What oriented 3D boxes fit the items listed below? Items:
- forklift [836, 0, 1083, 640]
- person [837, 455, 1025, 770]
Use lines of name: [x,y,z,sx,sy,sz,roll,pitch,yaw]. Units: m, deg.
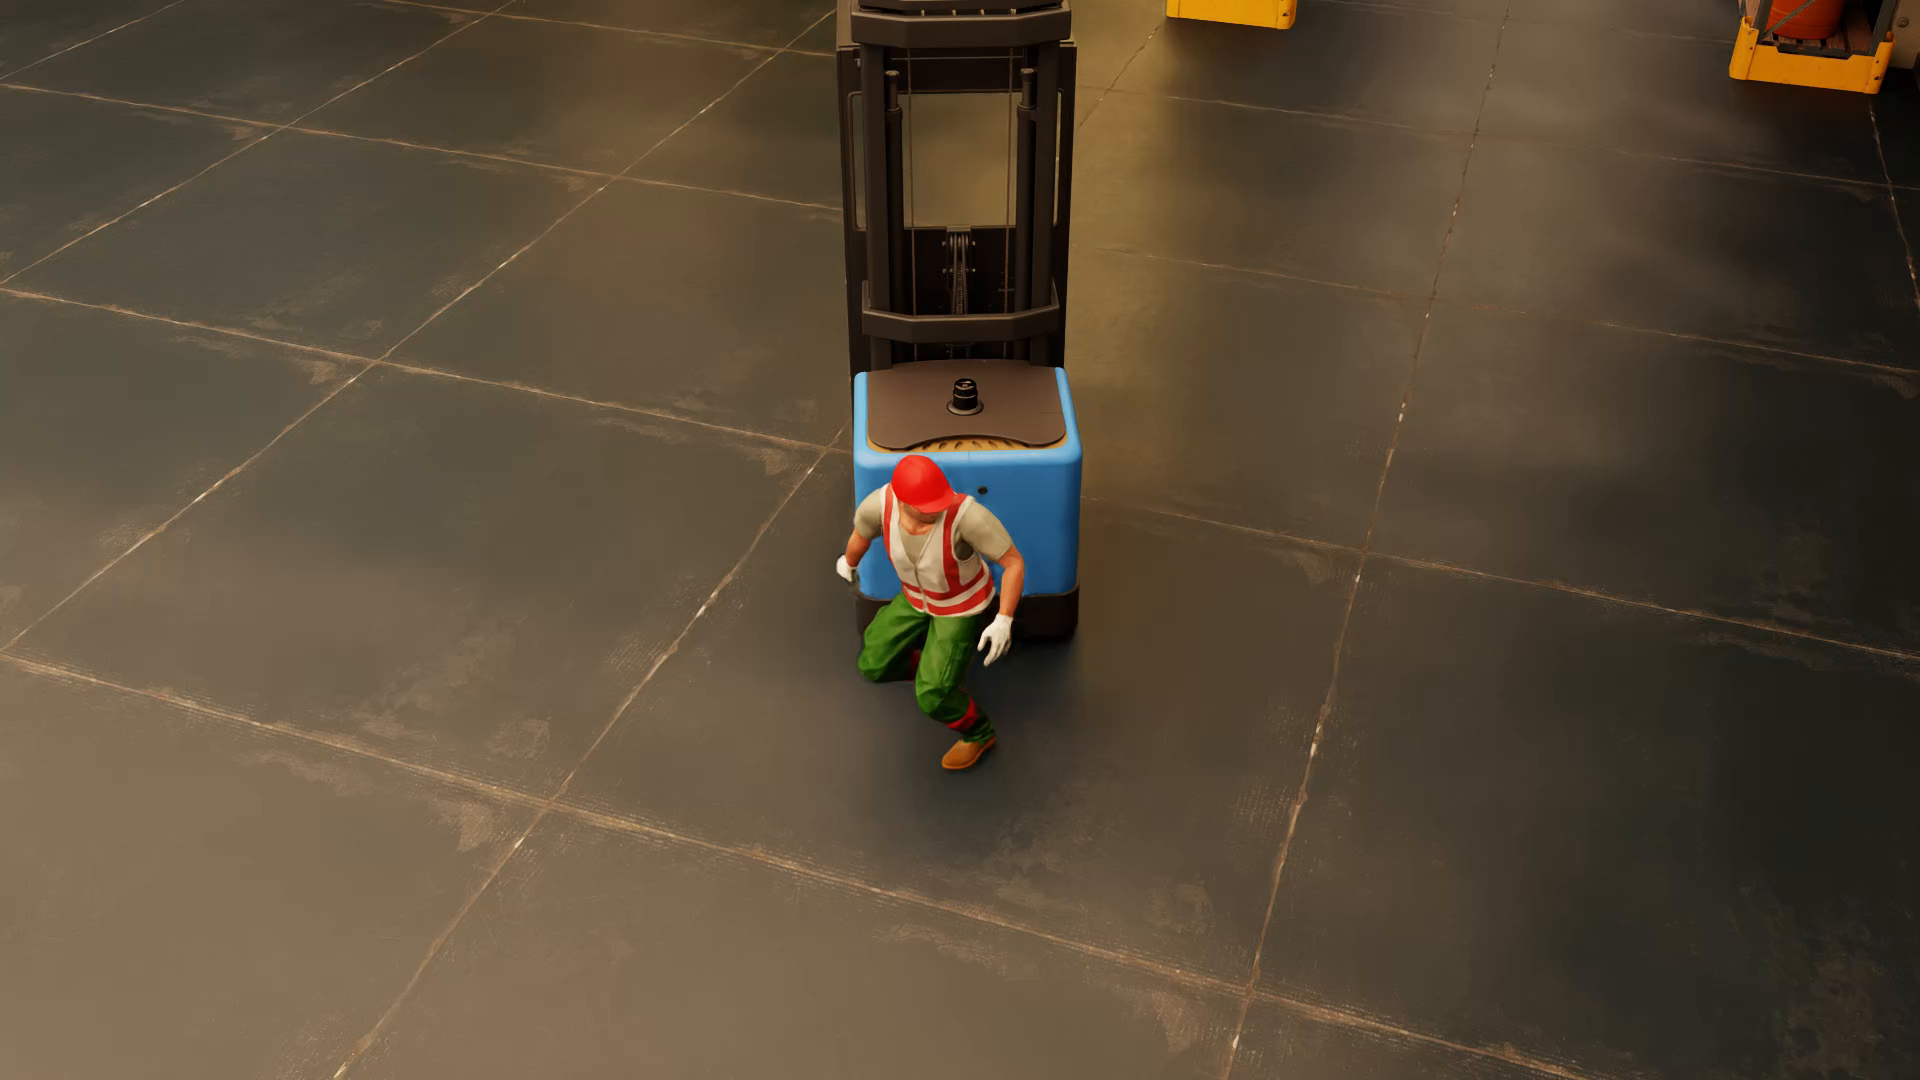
forklift: [-0.029,-1.547,8.293,1.130,2.935,3.031,-2,35,-2]
person: [-0.140,0.233,6.980,0.991,1.614,0.545,22,41,28]
